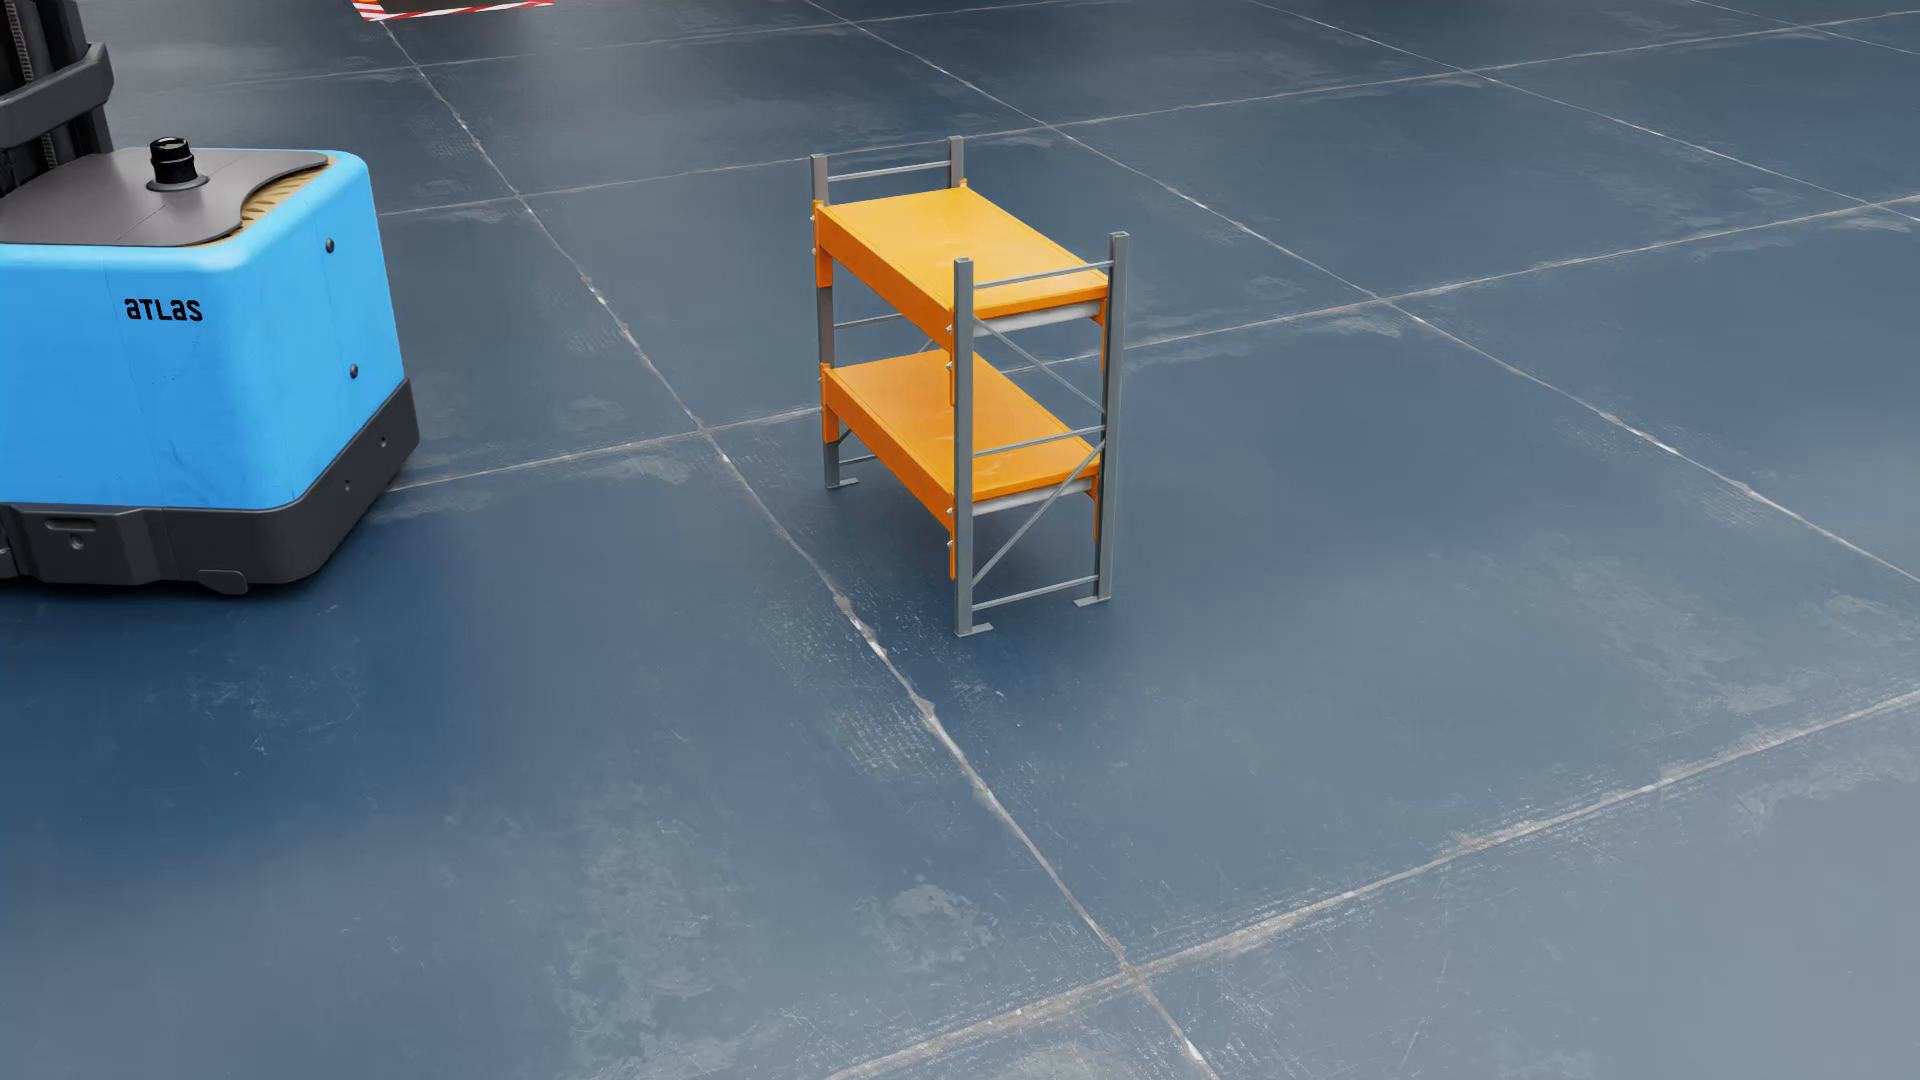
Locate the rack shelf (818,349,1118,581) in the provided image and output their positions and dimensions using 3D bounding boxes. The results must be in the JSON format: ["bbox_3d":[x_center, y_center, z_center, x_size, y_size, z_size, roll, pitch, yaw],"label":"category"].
[{"bbox_3d":[-0.003,-0.280,5.100,0.538,0.278,1.000,-13,32,-22],"label":"rack shelf"}]

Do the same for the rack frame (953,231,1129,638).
[{"bbox_3d":[0.215,-0.269,4.580,0.500,1.125,0.032,-13,32,-22],"label":"rack frame"}]

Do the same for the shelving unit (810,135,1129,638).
[{"bbox_3d":[-0.003,-0.494,4.980,0.538,1.125,1.048,-13,32,-22],"label":"shelving unit"}]

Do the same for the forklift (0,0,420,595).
[{"bbox_3d":[-3.390,-1.387,4.727,3.031,2.935,1.130,2,29,3],"label":"forklift"}]

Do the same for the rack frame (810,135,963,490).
[{"bbox_3d":[-0.221,-0.718,5.381,0.500,1.125,0.032,-13,32,-22],"label":"rack frame"}]

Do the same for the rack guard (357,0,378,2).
[{"bbox_3d":[-4.027,-4.425,12.630,1.175,0.500,0.348,-13,32,-22],"label":"rack guard"}]

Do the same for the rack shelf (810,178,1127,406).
[{"bbox_3d":[-0.003,-0.749,4.837,0.538,0.278,1.000,-13,32,-22],"label":"rack shelf"}]
